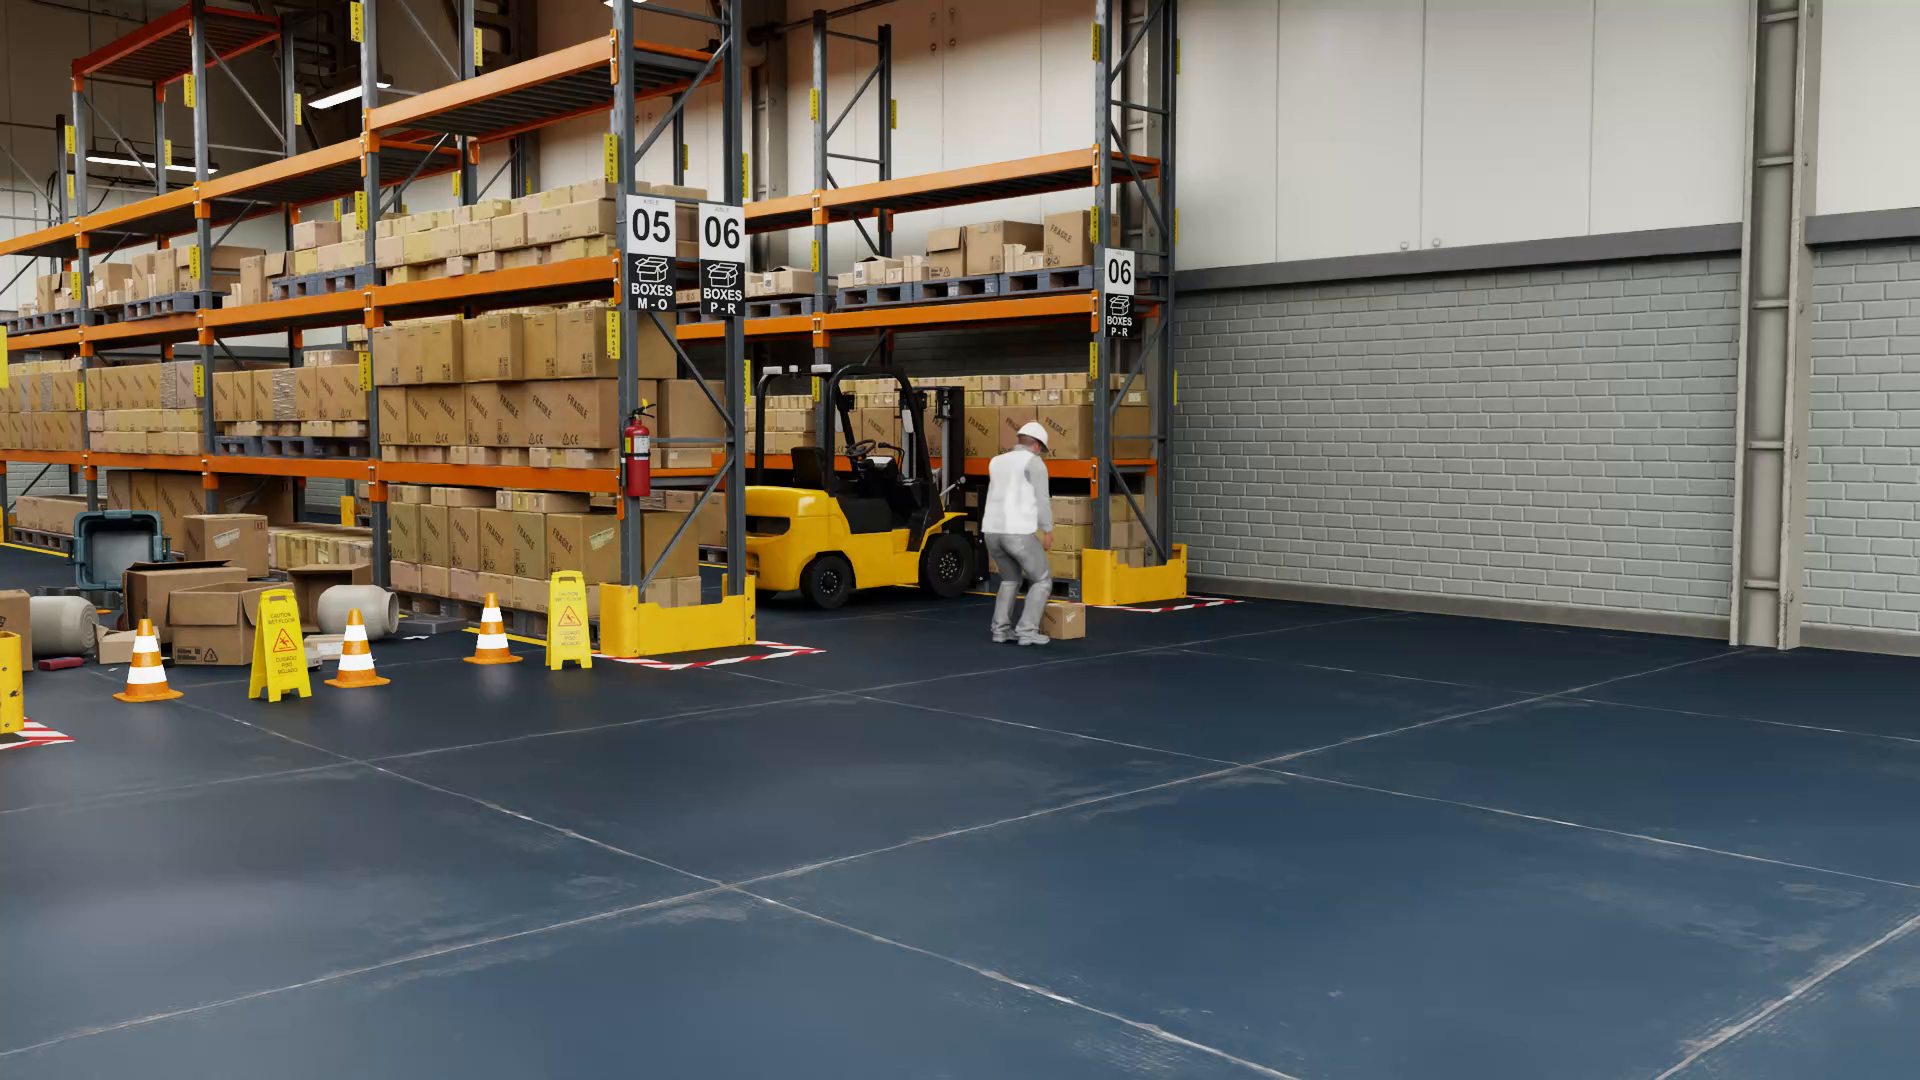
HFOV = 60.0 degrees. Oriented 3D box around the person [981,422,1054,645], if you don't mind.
[{"bbox_3d":[0.434,-0.055,12.395,0.581,1.647,0.578,-4,5,-43],"label":"person"}]
